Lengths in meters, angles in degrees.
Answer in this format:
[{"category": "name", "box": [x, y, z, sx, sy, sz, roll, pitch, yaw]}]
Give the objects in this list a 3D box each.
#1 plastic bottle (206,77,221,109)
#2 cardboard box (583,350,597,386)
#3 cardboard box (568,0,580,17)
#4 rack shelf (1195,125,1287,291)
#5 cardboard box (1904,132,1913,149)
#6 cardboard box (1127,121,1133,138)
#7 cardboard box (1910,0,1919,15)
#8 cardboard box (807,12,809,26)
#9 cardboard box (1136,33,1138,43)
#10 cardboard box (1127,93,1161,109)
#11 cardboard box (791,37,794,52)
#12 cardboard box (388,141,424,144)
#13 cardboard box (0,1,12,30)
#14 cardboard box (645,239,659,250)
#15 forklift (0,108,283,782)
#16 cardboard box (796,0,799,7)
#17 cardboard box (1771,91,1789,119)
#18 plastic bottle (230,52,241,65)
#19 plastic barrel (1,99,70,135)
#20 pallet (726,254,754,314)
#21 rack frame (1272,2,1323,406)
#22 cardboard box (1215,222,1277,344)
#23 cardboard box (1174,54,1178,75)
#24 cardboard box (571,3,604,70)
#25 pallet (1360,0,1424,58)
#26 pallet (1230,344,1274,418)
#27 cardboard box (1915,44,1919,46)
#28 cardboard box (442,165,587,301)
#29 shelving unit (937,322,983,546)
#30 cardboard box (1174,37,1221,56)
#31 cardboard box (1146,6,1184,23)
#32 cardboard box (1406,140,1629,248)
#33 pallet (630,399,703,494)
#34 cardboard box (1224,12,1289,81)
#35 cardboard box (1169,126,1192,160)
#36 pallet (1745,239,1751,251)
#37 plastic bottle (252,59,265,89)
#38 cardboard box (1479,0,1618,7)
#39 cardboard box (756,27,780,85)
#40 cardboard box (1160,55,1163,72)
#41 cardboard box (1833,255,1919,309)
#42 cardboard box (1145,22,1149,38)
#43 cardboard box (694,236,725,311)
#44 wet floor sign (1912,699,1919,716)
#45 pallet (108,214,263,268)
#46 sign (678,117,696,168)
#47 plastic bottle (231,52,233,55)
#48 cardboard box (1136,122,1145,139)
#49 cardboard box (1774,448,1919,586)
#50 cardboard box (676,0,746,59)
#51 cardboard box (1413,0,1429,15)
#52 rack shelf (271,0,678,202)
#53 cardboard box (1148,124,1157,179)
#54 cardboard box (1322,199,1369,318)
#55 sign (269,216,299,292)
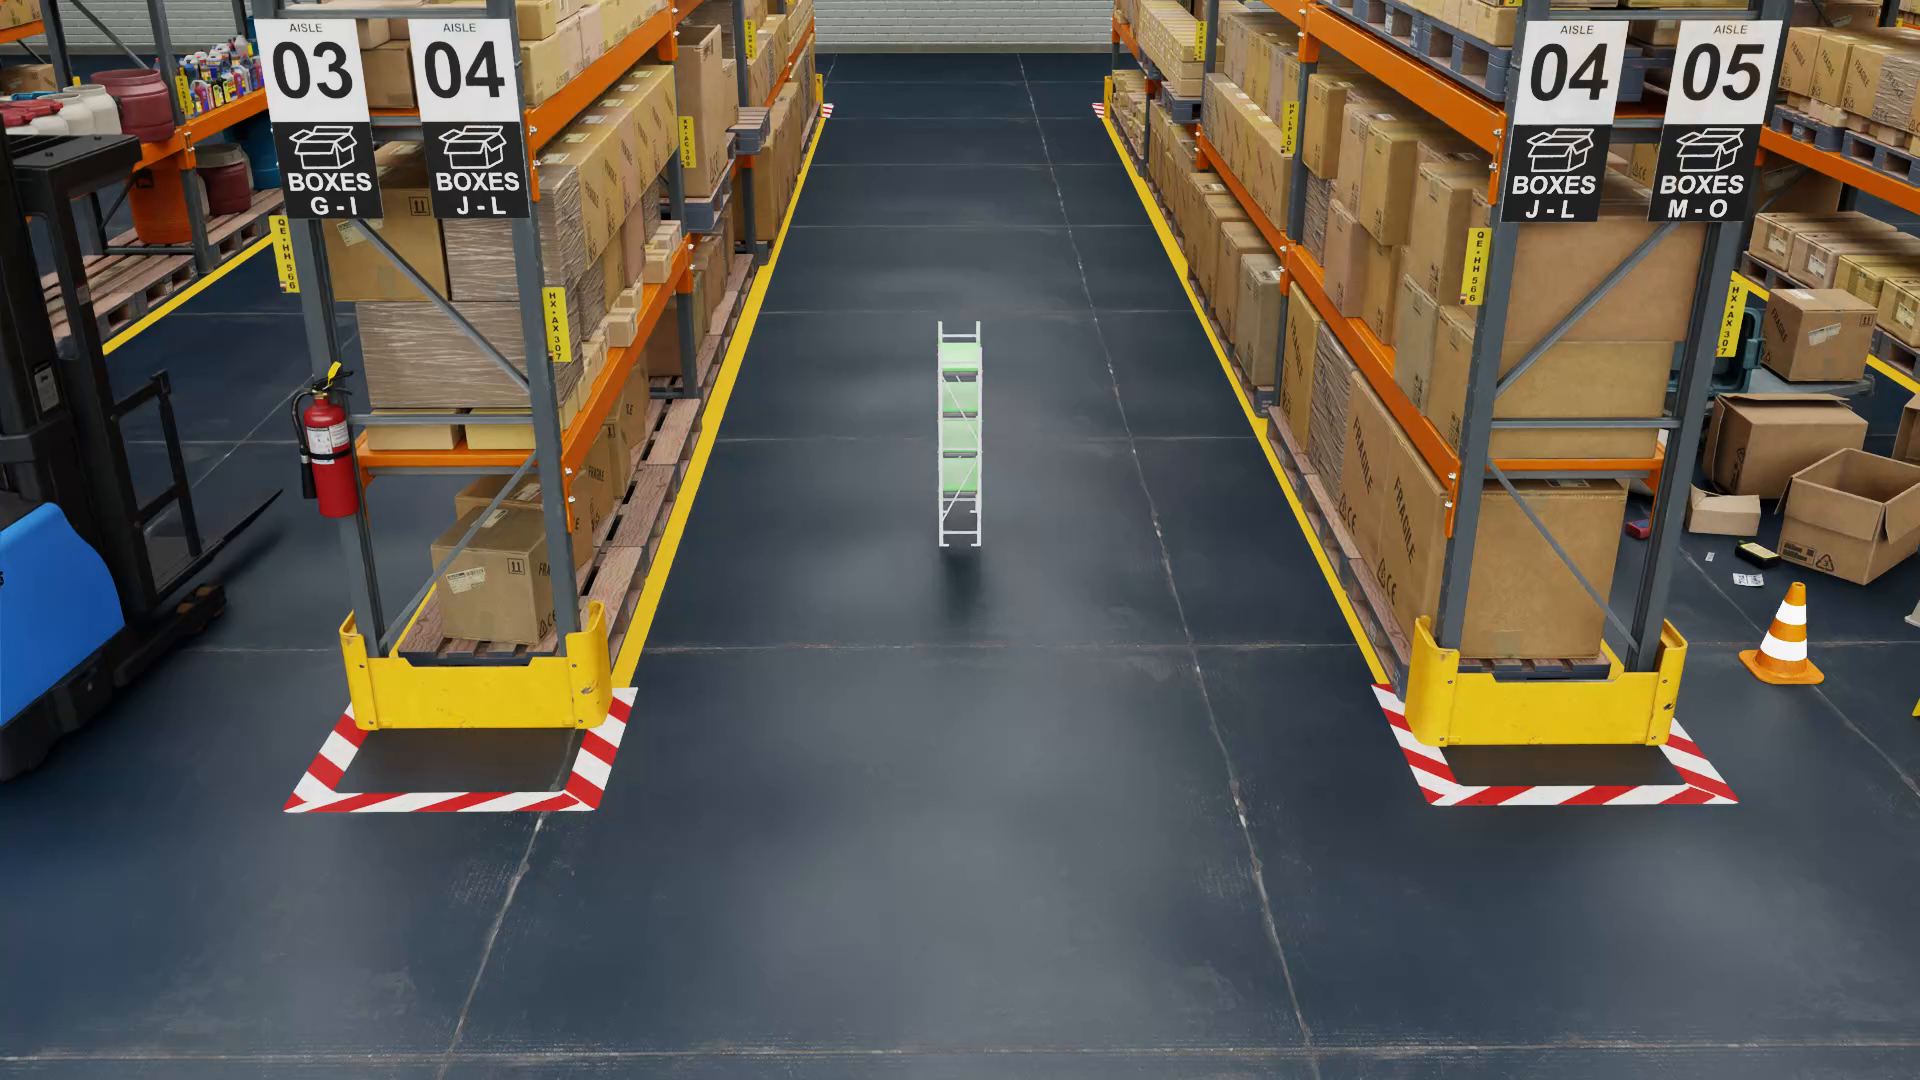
[{"category": "plastic bottle", "box": [-6.946, -4.167, 15.464, 0.061, 0.283, 0.133, 0, 24, -1]}, {"category": "cardboard box", "box": [-2.023, -0.833, 8.256, 0.380, 0.149, 0.250, 0, 24, -1]}, {"category": "cardboard box", "box": [-1.998, -2.538, 7.779, 0.380, 0.149, 0.250, 0, 24, -1]}, {"category": "rack shelf", "box": [2.632, -2.645, 12.831, 1.077, 0.370, 4.000, 0, 24, -1]}, {"category": "cardboard box", "box": [7.424, -3.030, 12.604, 0.380, 0.149, 0.250, -1, 24, -2]}, {"category": "cardboard box", "box": [2.210, -4.924, 19.947, 0.380, 0.149, 0.250, 0, 24, -1]}, {"category": "cardboard box", "box": [12.185, -6.644, 20.620, 0.500, 0.250, 0.500, -1, 24, -2]}, {"category": "cardboard box", "box": [-2.097, -6.539, 20.873, 0.380, 0.149, 0.250, 0, 24, 0]}, {"category": "cardboard box", "box": [2.263, -5.881, 19.419, 0.380, 0.149, 0.250, -1, 24, -3]}, {"category": "cardboard box", "box": [2.214, -5.291, 20.037, 0.380, 0.149, 0.250, -1, 24, -2]}, {"category": "cardboard box", "box": [-2.068, -5.582, 18.756, 0.380, 0.149, 0.250, -1, 24, -2]}, {"category": "cardboard box", "box": [-2.531, -1.794, 8.381, 0.500, 0.500, 0.500, 0, 24, -1]}, {"category": "cardboard box", "box": [-12.058, -6.513, 20.388, 0.500, 0.500, 0.500, 0, 24, 0]}, {"category": "cardboard box", "box": [-2.075, -1.760, 10.306, 0.380, 0.149, 0.250, 0, 24, -1]}, {"category": "forklift", "box": [-4.517, -0.843, 8.056, 1.130, 2.935, 3.031, 2, 24, 5]}, {"category": "cardboard box", "box": [-2.152, -6.489, 19.369, 0.500, 0.500, 0.500, -1, 24, -2]}, {"category": "cardboard box", "box": [7.293, -4.000, 15.135, 0.500, 0.250, 0.500, -1, 24, -2]}, {"category": "plastic bottle", "box": [-7.595, -5.017, 17.443, 0.097, 0.201, 0.097, 0, 24, 0]}, {"category": "plastic barrel", "box": [-7.064, -3.083, 12.763, 0.433, 0.535, 0.433, 0, 24, 0]}, {"category": "pallet", "box": [-2.344, -2.224, 14.410, 1.003, 0.211, 1.213, 0, 24, -1]}, {"category": "rack frame", "box": [2.653, -2.149, 10.861, 1.000, 3.000, 0.127, 0, 24, -1]}, {"category": "cardboard box", "box": [2.550, -1.968, 12.681, 1.050, 0.750, 0.750, 0, 24, -1]}, {"category": "cardboard box", "box": [2.145, -4.321, 15.098, 0.380, 0.149, 0.250, 1, 24, 1]}, {"category": "cardboard box", "box": [-2.024, -2.434, 8.035, 0.500, 0.250, 0.500, 0, 24, -1]}, {"category": "pallet", "box": [2.662, -2.636, 8.407, 1.003, 0.211, 1.213, 0, 24, -1]}, {"category": "pallet", "box": [2.570, -1.196, 12.138, 1.003, 0.211, 1.213, 0, 24, -1]}, {"category": "cardboard box", "box": [7.865, -3.626, 13.136, 0.500, 0.500, 0.500, -2, 24, -4]}, {"category": "cardboard box", "box": [-1.997, -1.384, 7.475, 0.500, 0.500, 0.500, 0, 24, -1]}, {"category": "shelving unit", "box": [-0.002, -0.615, 9.654, 0.258, 1.200, 0.503, 0, 24, -1]}, {"category": "cardboard box", "box": [2.146, -4.448, 15.019, 0.380, 0.149, 0.250, -1, 24, -1]}, {"category": "cardboard box", "box": [2.120, -5.408, 17.141, 0.380, 0.149, 0.250, 0, 24, 0]}, {"category": "cardboard box", "box": [2.763, -1.671, 8.313, 0.875, 0.550, 0.550, 0, 24, -1]}, {"category": "pallet", "box": [-2.265, -0.621, 10.867, 1.003, 0.211, 1.213, 0, 24, -1]}, {"category": "cardboard box", "box": [2.605, -4.113, 13.869, 0.700, 0.500, 0.500, 0, 24, -1]}, {"category": "cardboard box", "box": [2.334, -3.889, 16.323, 0.500, 0.250, 0.500, 0, 24, 1]}, {"category": "pallet", "box": [7.625, -2.915, 15.940, 1.003, 0.211, 1.213, 0, 24, -1]}, {"category": "plastic bottle", "box": [-6.958, -4.624, 16.475, 0.061, 0.283, 0.133, 0, 24, -1]}, {"category": "cardboard box", "box": [2.412, -2.372, 6.904, 0.500, 0.250, 0.500, 0, 24, 0]}, {"category": "cardboard box", "box": [-2.105, -4.899, 16.821, 0.500, 0.500, 0.500, -1, 24, -1]}, {"category": "cardboard box", "box": [2.136, -4.604, 16.084, 0.380, 0.149, 0.250, 0, 24, 1]}, {"category": "cardboard box", "box": [7.573, -2.005, 13.223, 0.950, 0.372, 0.625, 1, 24, 1]}, {"category": "cardboard box", "box": [2.119, -5.280, 17.219, 0.380, 0.149, 0.250, 0, 24, 1]}, {"category": "cardboard box", "box": [-2.292, -2.140, 13.340, 0.700, 0.500, 0.500, 2, 24, 4]}, {"category": "wet floor sign", "box": [4.677, 0.575, 7.695, 0.267, 0.644, 0.232, -4, 25, -10]}, {"category": "pallet", "box": [-7.354, -2.848, 15.791, 1.003, 0.211, 1.213, 0, 24, -1]}, {"category": "sign", "box": [-1.765, -2.568, 10.737, 0.100, 0.325, 0.005, 0, 24, -1]}, {"category": "plastic bottle", "box": [-7.749, -5.096, 17.619, 0.097, 0.201, 0.097, 0, 24, 0]}, {"category": "cardboard box", "box": [2.229, -4.713, 19.119, 0.380, 0.149, 0.250, -1, 24, -3]}, {"category": "cardboard box", "box": [5.095, -0.139, 9.447, 0.797, 0.503, 0.637, -19, 31, -36]}, {"category": "cardboard box", "box": [-2.343, -4.620, 14.987, 0.797, 0.503, 0.637, 1, 24, 1]}, {"category": "cardboard box", "box": [2.343, -2.545, 7.770, 0.380, 0.149, 0.250, -1, 24, -1]}, {"category": "rack shelf", "box": [-2.286, -2.383, 8.611, 1.077, 0.370, 4.000, 0, 24, -1]}, {"category": "cardboard box", "box": [2.309, -4.192, 17.902, 0.500, 0.500, 0.500, 1, 24, 1]}, {"category": "cardboard box", "box": [2.586, -1.615, 9.500, 0.875, 0.550, 0.550, 0, 24, -1]}, {"category": "sign", "box": [-2.819, -1.197, 6.968, 0.100, 0.325, 0.005, 0, 24, -1]}]
